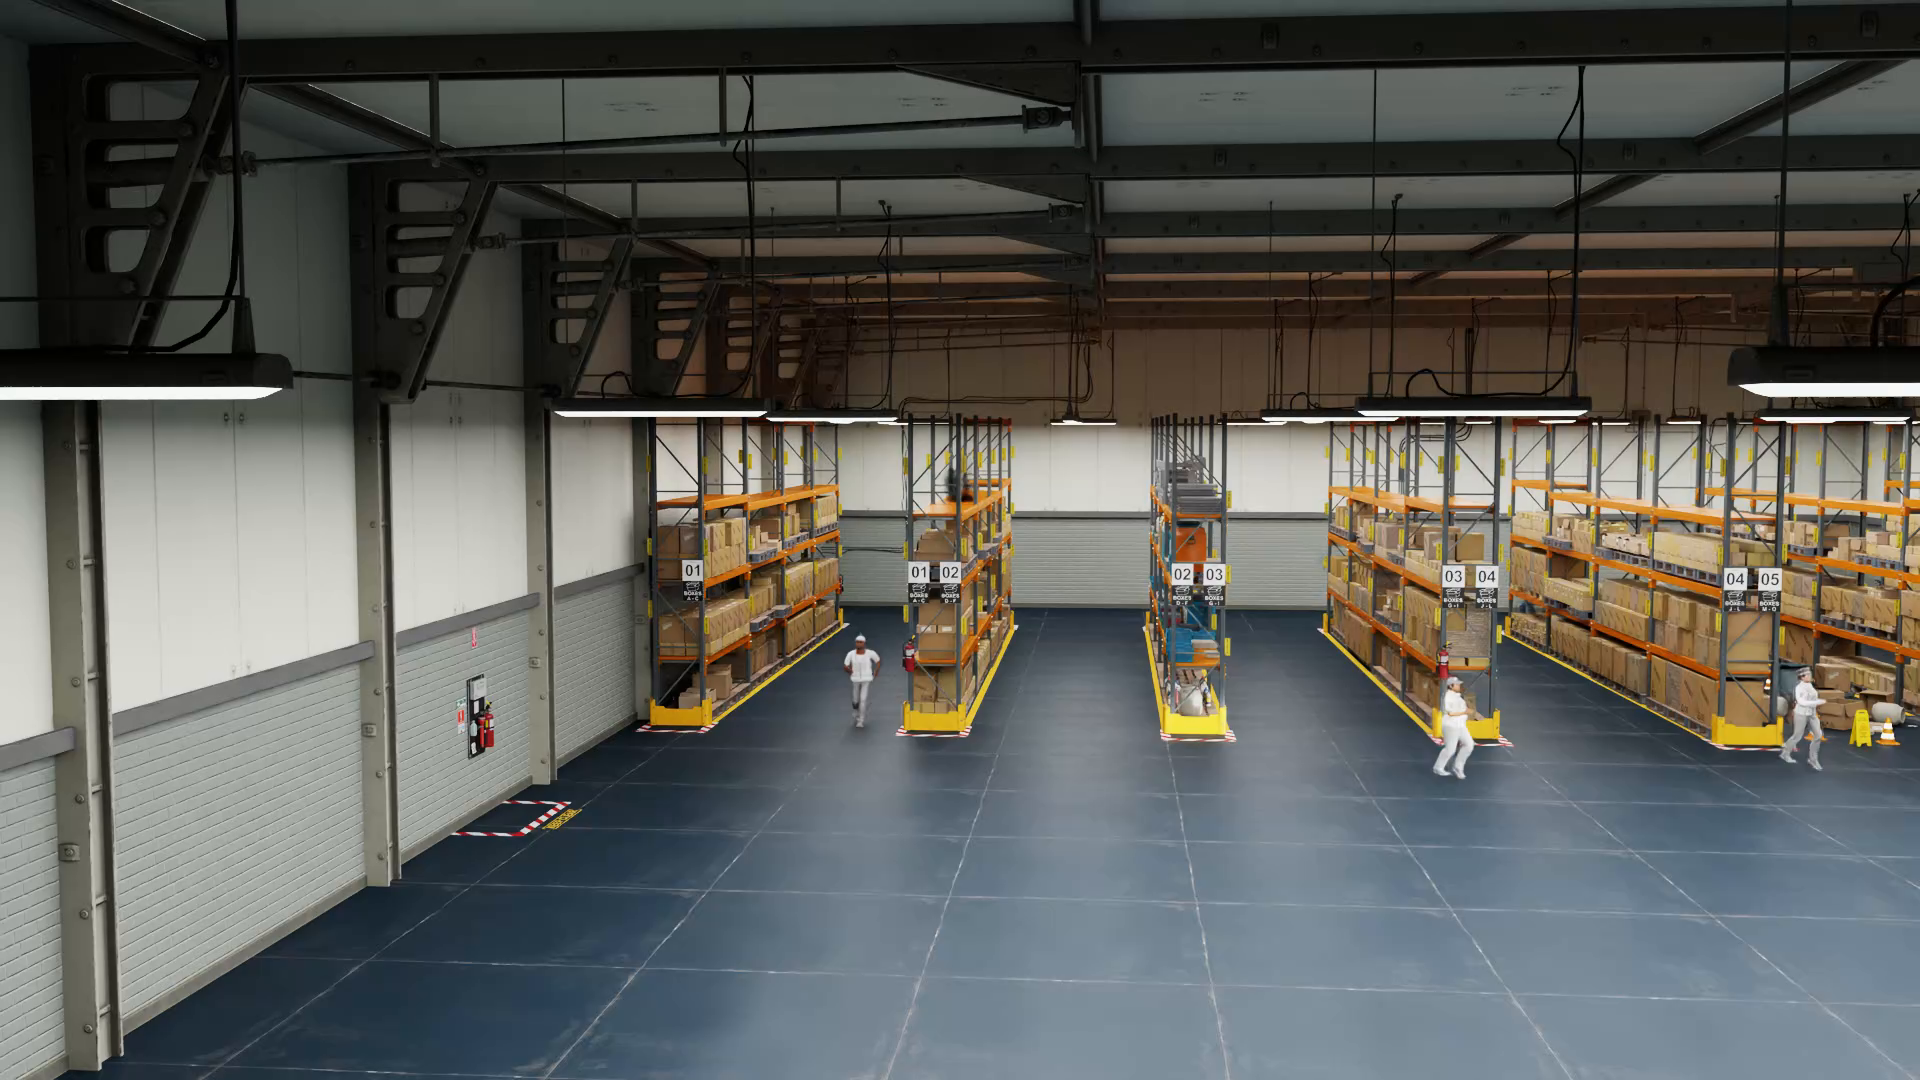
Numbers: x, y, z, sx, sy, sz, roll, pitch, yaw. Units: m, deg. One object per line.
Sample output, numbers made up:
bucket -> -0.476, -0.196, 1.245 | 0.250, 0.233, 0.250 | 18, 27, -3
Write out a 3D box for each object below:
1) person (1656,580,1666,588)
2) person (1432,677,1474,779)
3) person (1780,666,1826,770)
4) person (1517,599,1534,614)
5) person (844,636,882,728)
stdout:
person -> 19.748, 1.711, 47.157 | 0.978, 1.660, 0.604 | 1, 4, 8
person -> 8.071, 3.079, 27.109 | 0.673, 1.709, 0.582 | 3, 5, 35
person -> 14.225, 2.993, 28.028 | 0.583, 1.749, 0.725 | -2, 5, -32
person -> 16.154, 1.676, 47.271 | 0.612, 1.718, 0.699 | 0, 4, 1
person -> -1.903, 2.711, 31.984 | 0.715, 1.712, 0.931 | 0, 4, 6
